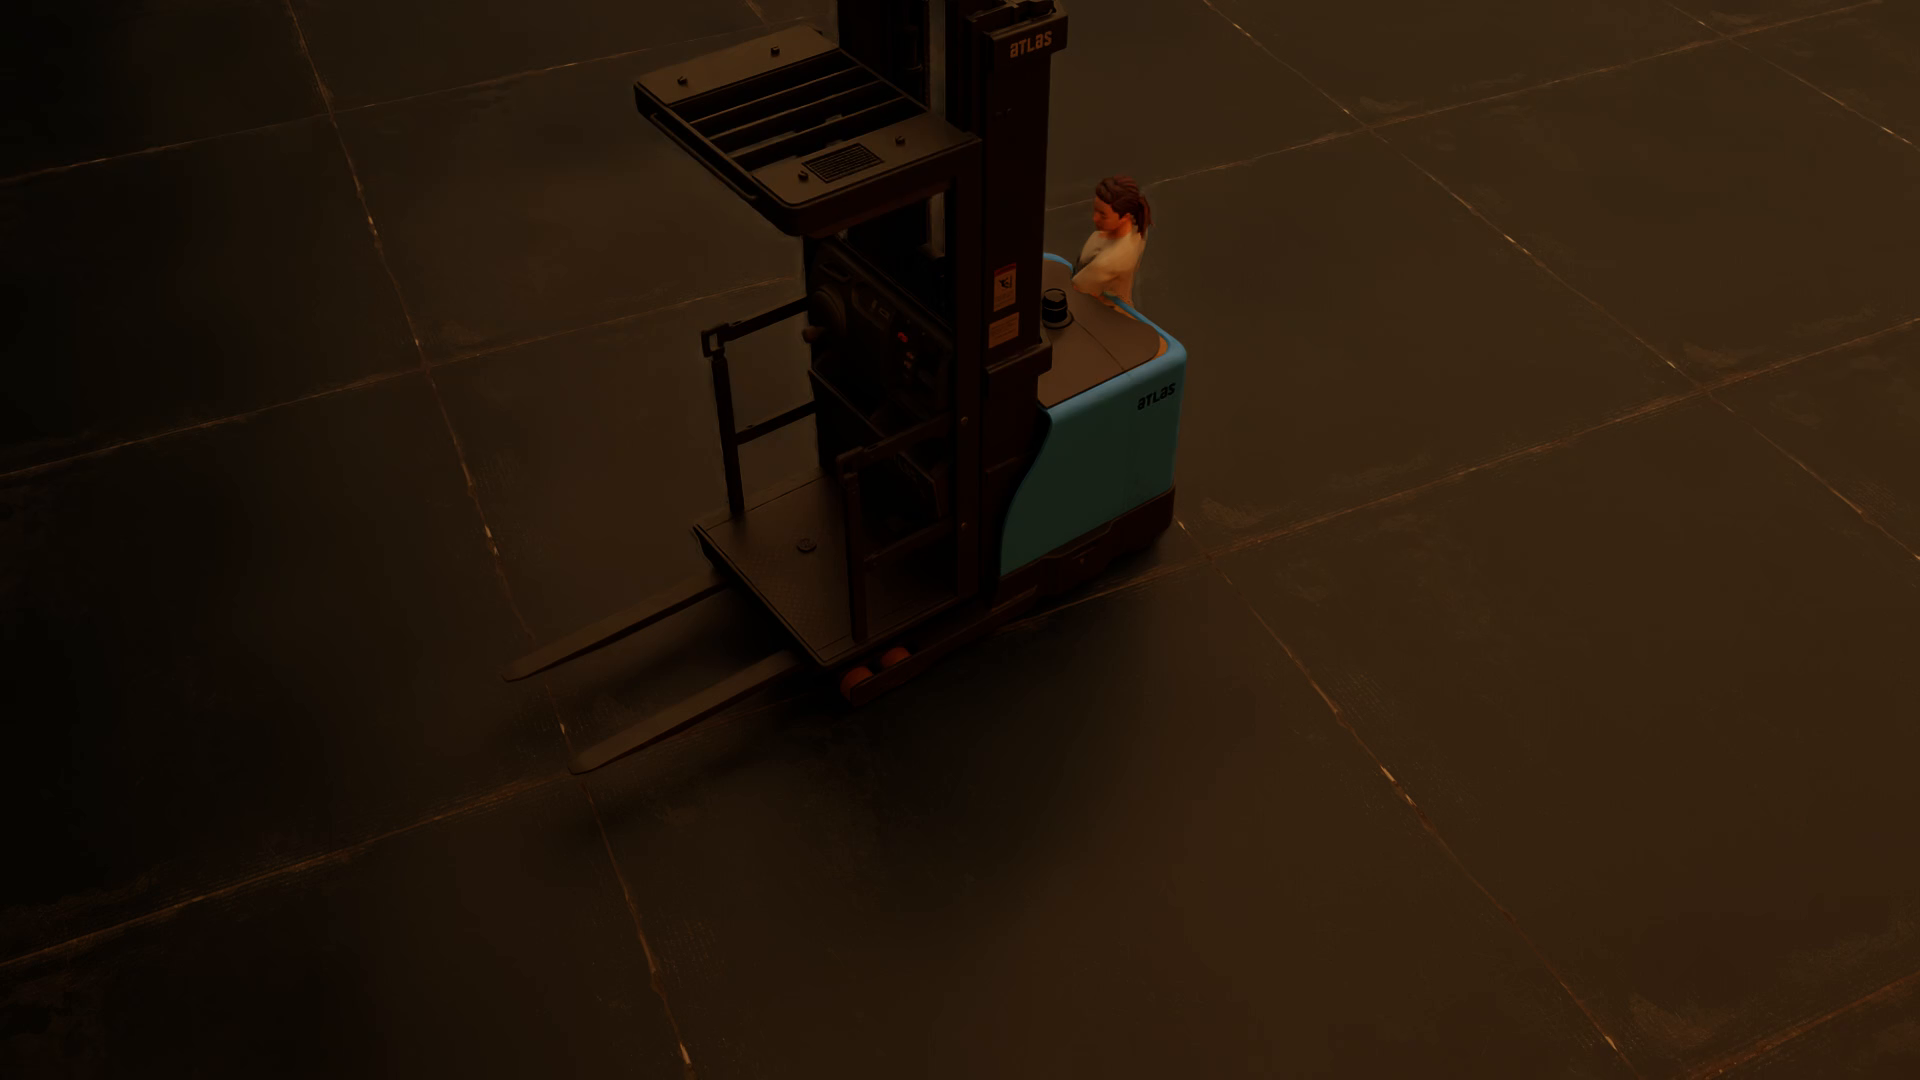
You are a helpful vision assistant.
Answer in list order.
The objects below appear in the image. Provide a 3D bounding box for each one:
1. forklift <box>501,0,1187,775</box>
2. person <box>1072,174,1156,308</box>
[{"bbox_3d":[-0.492,-0.781,6.517,3.031,2.935,1.130,-27,49,-26],"label":"forklift"},{"bbox_3d":[0.633,-1.063,7.801,0.666,1.593,0.602,7,44,8],"label":"person"}]
